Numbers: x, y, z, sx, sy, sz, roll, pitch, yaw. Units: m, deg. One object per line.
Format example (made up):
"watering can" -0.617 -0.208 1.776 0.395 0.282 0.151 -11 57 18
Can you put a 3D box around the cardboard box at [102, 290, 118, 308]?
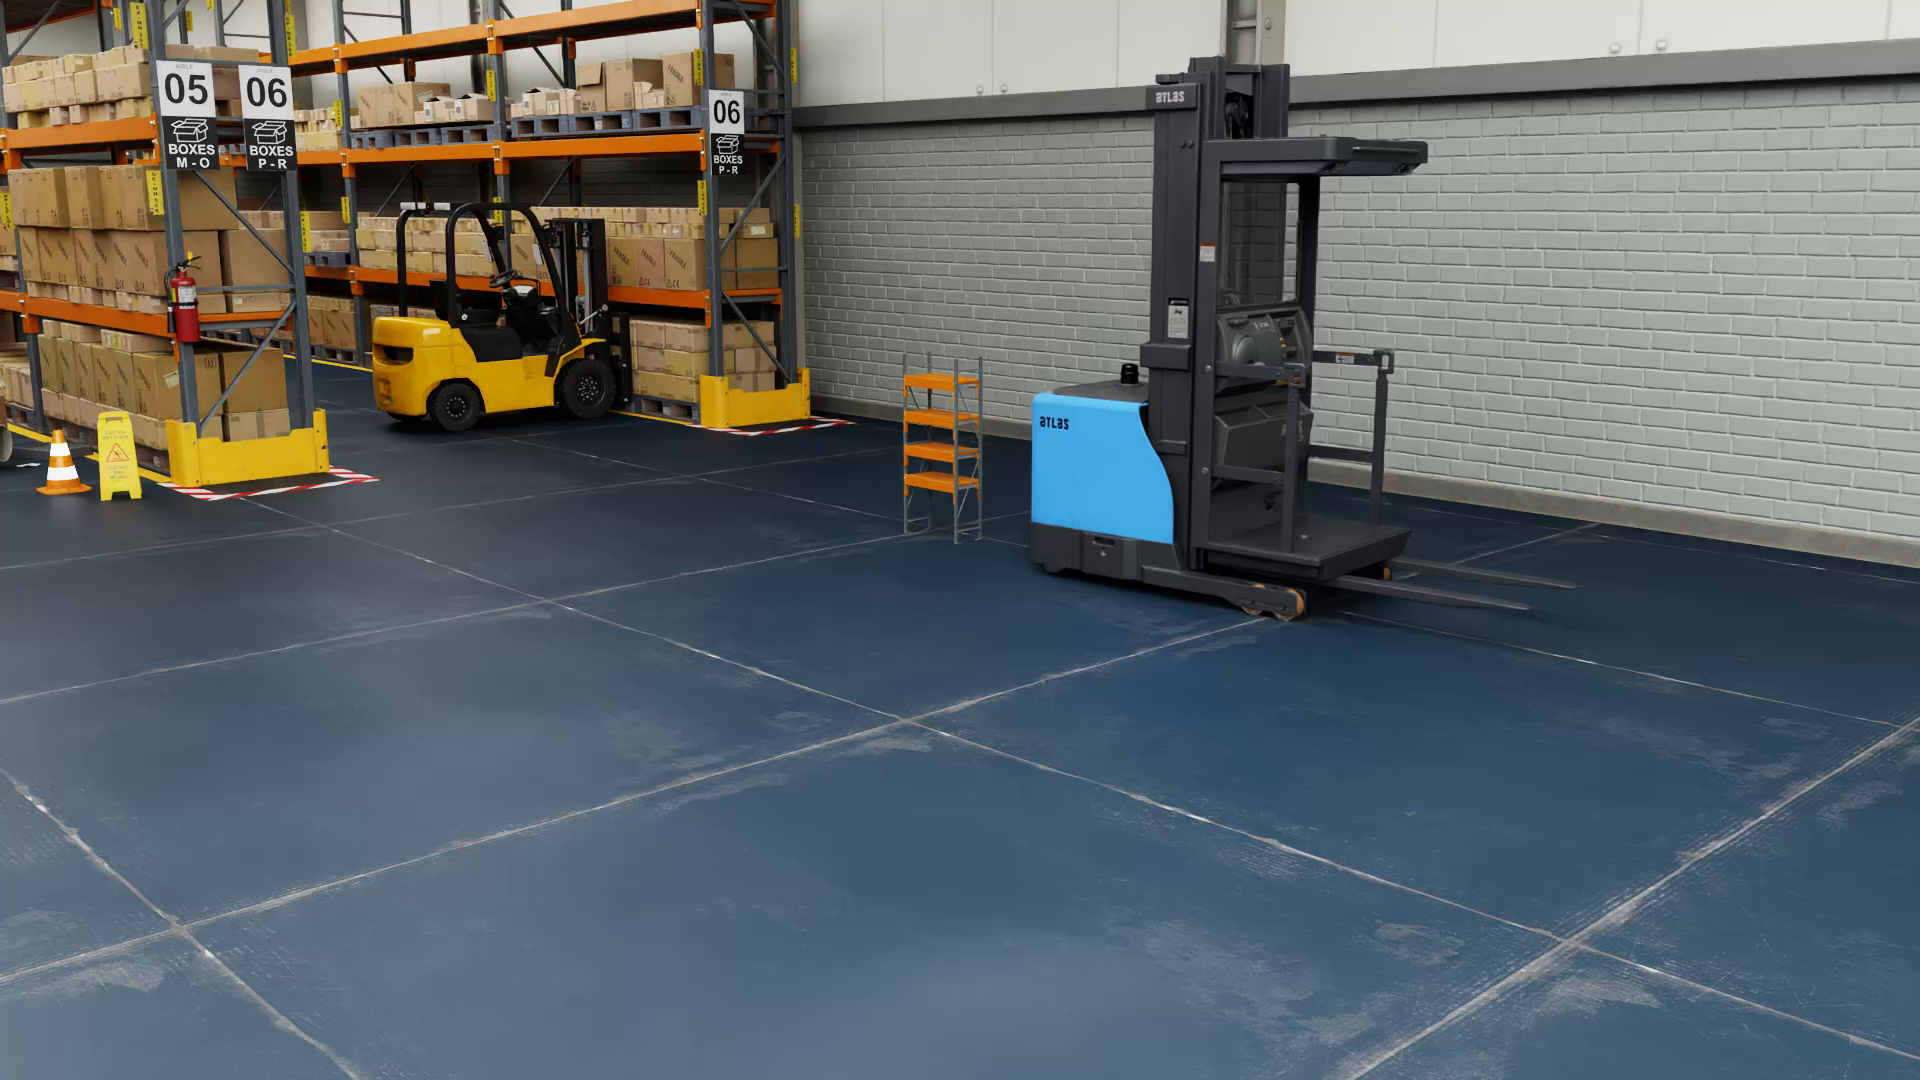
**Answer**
"cardboard box" -6.990 -2.046 14.033 0.380 0.149 0.250 -11 16 -43

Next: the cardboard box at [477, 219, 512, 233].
"cardboard box" -5.406 -3.665 19.409 0.380 0.149 0.250 -11 16 -43

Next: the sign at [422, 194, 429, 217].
"sign" -7.181 -4.472 22.317 0.100 0.325 0.005 -11 16 -43

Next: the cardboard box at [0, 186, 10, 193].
"cardboard box" -9.373 -3.404 16.368 0.250 0.149 0.380 11 16 43

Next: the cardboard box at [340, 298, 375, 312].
"cardboard box" -8.104 -3.163 22.379 0.250 0.149 0.380 11 16 42

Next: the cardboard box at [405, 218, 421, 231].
"cardboard box" -6.674 -3.920 20.648 0.380 0.149 0.250 -10 16 -41

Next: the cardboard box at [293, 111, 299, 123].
"cardboard box" -8.927 -5.762 22.661 0.380 0.149 0.250 -11 16 -42

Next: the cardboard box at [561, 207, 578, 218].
"cardboard box" -4.081 -3.521 17.974 0.380 0.149 0.250 -11 16 -43

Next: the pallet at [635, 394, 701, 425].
"pallet" -2.614 -1.400 17.184 1.003 0.211 1.213 -11 16 -43

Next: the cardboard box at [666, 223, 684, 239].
"cardboard box" -2.695 -3.071 16.530 0.380 0.149 0.250 -11 16 -42

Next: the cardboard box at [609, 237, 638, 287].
"cardboard box" -3.291 -2.896 17.286 0.500 0.500 0.500 -11 16 -44

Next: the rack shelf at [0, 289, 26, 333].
"rack shelf" -9.786 -2.491 17.352 1.077 0.370 4.000 -11 16 -43

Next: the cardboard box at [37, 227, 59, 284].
"cardboard box" -7.939 -2.573 14.982 0.500 0.500 0.500 -11 16 -43

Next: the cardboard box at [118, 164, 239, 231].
"cardboard box" -6.153 -2.696 13.102 0.500 0.500 0.700 11 16 44

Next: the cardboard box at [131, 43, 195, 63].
"cardboard box" -6.090 -3.713 12.711 0.380 0.149 0.250 -11 16 -42

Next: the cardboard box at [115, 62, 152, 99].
"cardboard box" -6.191 -3.546 12.892 0.500 0.250 0.500 -11 16 -43

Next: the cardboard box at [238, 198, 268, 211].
"cardboard box" -11.178 -5.105 26.034 0.500 0.500 0.500 11 16 44

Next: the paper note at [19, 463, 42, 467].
"paper note" -7.783 -0.634 13.914 0.148 0.019 0.142 6 13 26

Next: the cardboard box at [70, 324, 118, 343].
"cardboard box" -7.606 -1.832 14.675 0.380 0.149 0.250 -10 15 -39

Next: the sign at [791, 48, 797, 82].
"sign" -1.650 -4.672 16.361 0.100 0.325 0.005 -11 16 -43

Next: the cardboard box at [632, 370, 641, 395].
"cardboard box" -3.284 -1.692 17.462 0.500 0.250 0.500 -11 16 -42

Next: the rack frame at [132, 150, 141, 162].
"rack frame" -13.105 -4.995 27.723 1.000 3.000 0.127 -11 16 -43

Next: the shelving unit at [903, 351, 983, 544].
"shelving unit" -0.114 -0.612 10.908 0.258 1.200 0.503 -11 16 -43

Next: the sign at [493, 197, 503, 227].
"sign" -5.203 -3.695 18.740 0.100 0.325 0.005 -11 16 -43

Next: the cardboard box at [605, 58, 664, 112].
"cardboard box" -3.172 -4.627 16.966 0.700 0.500 0.500 -11 16 -42

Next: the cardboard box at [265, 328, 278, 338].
"cardboard box" -9.796 -3.214 24.234 0.500 0.500 0.500 -11 16 -43

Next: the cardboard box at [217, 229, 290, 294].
"cardboard box" -5.769 -2.270 13.512 0.500 0.500 0.500 -11 16 -43

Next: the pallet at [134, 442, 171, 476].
"pallet" -6.231 -0.737 13.964 1.003 0.211 1.213 -11 16 -43

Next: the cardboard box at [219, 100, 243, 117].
"cardboard box" -5.637 -3.408 13.206 0.380 0.149 0.250 -11 16 -42

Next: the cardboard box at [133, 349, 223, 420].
"cardboard box" -6.385 -1.275 13.580 0.500 0.500 0.500 -11 16 -42

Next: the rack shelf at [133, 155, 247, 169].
"rack shelf" -11.724 -5.820 26.076 1.077 0.370 4.000 -11 16 -43

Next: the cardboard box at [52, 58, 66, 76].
"cardboard box" -7.485 -4.014 14.175 0.380 0.149 0.250 -11 16 -43

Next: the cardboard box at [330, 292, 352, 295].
"cardboard box" -8.802 -3.473 23.880 0.250 0.149 0.380 11 16 43

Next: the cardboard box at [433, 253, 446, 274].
"cardboard box" -6.027 -3.357 20.142 0.500 0.250 0.500 -11 16 -42

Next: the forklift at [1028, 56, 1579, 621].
"forklift" 1.855 -1.127 9.116 3.031 2.935 1.130 10 15 40

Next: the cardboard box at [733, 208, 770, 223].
"cardboard box" -2.133 -3.251 16.666 0.380 0.149 0.250 -11 16 -44

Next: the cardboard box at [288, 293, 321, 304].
"cardboard box" -9.340 -3.439 23.717 0.380 0.149 0.250 -10 15 -41

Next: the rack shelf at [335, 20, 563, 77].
"rack shelf" -6.199 -5.926 20.147 1.077 0.370 4.000 -11 16 -43

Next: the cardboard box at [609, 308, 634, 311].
"cardboard box" -3.977 -2.476 18.790 0.500 0.250 0.500 -11 16 -43

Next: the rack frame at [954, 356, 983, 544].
"rack frame" 0.054 -0.576 10.735 0.240 1.200 0.015 -11 16 -43

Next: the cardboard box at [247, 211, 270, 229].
"cardboard box" -9.812 -4.489 23.976 0.700 0.500 0.500 -11 16 -42

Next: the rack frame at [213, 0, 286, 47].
"rack frame" -10.342 -7.350 24.284 1.000 3.000 0.127 -11 16 -43

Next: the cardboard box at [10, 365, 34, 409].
"cardboard box" -8.769 -1.546 16.455 0.950 0.372 0.625 -11 16 -42

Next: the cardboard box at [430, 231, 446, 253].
"cardboard box" -6.051 -3.601 20.088 0.500 0.250 0.500 -10 16 -41

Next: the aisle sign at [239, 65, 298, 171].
"aisle sign" -5.376 -3.275 12.932 0.394 0.787 0.004 -11 16 -43

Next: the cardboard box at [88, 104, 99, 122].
"cardboard box" -6.956 -3.518 13.741 0.250 0.149 0.380 11 16 44

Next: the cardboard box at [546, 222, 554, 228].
"cardboard box" -4.291 -3.409 18.170 0.380 0.149 0.250 -10 16 -41

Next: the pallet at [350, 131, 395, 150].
"pallet" -7.047 -5.118 21.352 1.213 0.211 1.003 -10 15 -40

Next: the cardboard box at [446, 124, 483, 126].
"cardboard box" -6.055 -5.137 20.268 0.380 0.166 0.250 -11 16 -43

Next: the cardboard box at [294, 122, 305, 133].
"cardboard box" -8.869 -5.628 22.746 0.380 0.149 0.250 -10 15 -41

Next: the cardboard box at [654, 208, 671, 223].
"cardboard box" -2.848 -3.261 16.715 0.380 0.149 0.250 -10 16 -41

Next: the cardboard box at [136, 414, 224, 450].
"cardboard box" -6.412 -0.911 13.672 0.500 0.250 0.500 -11 16 -43

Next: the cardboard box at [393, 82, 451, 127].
"cardboard box" -6.553 -5.312 20.292 0.500 0.500 0.500 -10 16 -41

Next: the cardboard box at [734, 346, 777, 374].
"cardboard box" -2.230 -1.861 17.047 0.500 0.250 0.500 -11 16 -42
